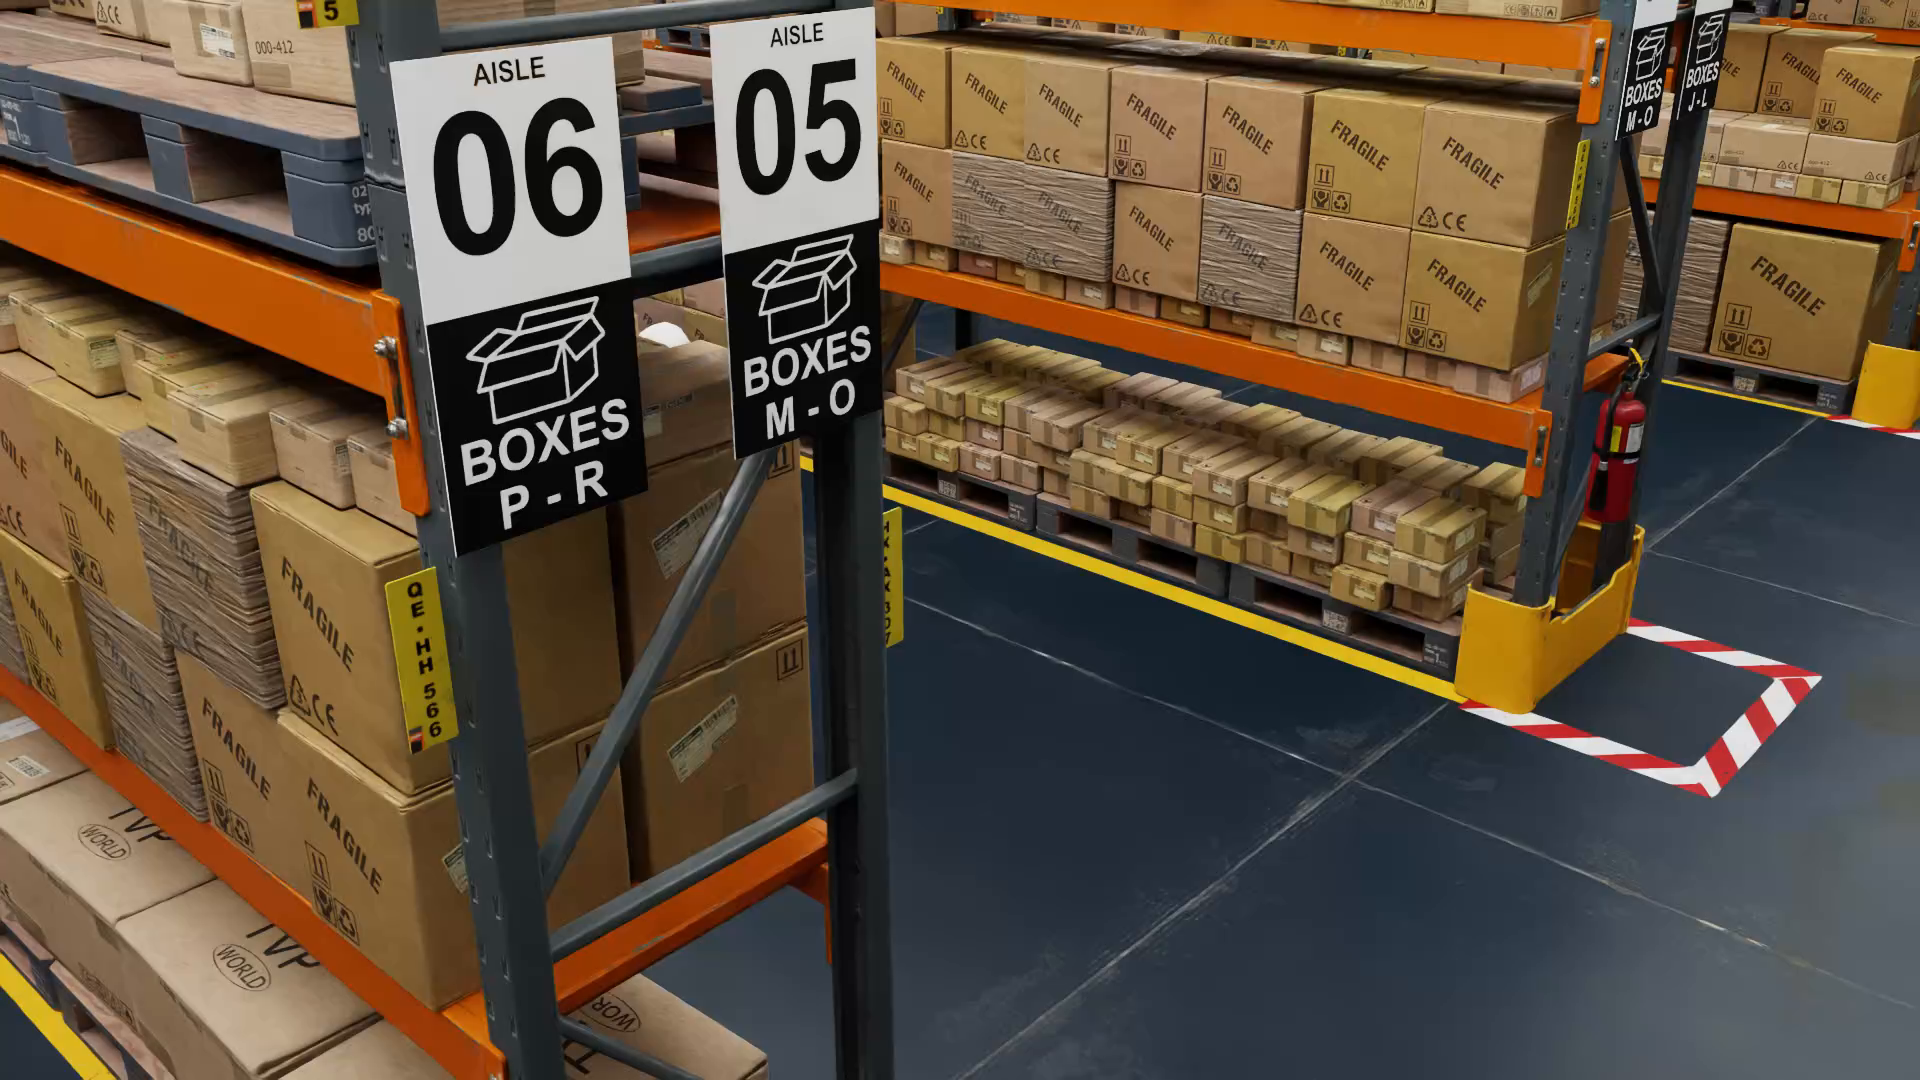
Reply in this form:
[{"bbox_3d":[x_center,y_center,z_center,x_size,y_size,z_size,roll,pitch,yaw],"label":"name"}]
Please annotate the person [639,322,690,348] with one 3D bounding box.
[{"bbox_3d":[-1.094,-0.017,6.605,0.581,1.771,0.463,20,31,38],"label":"person"}]
